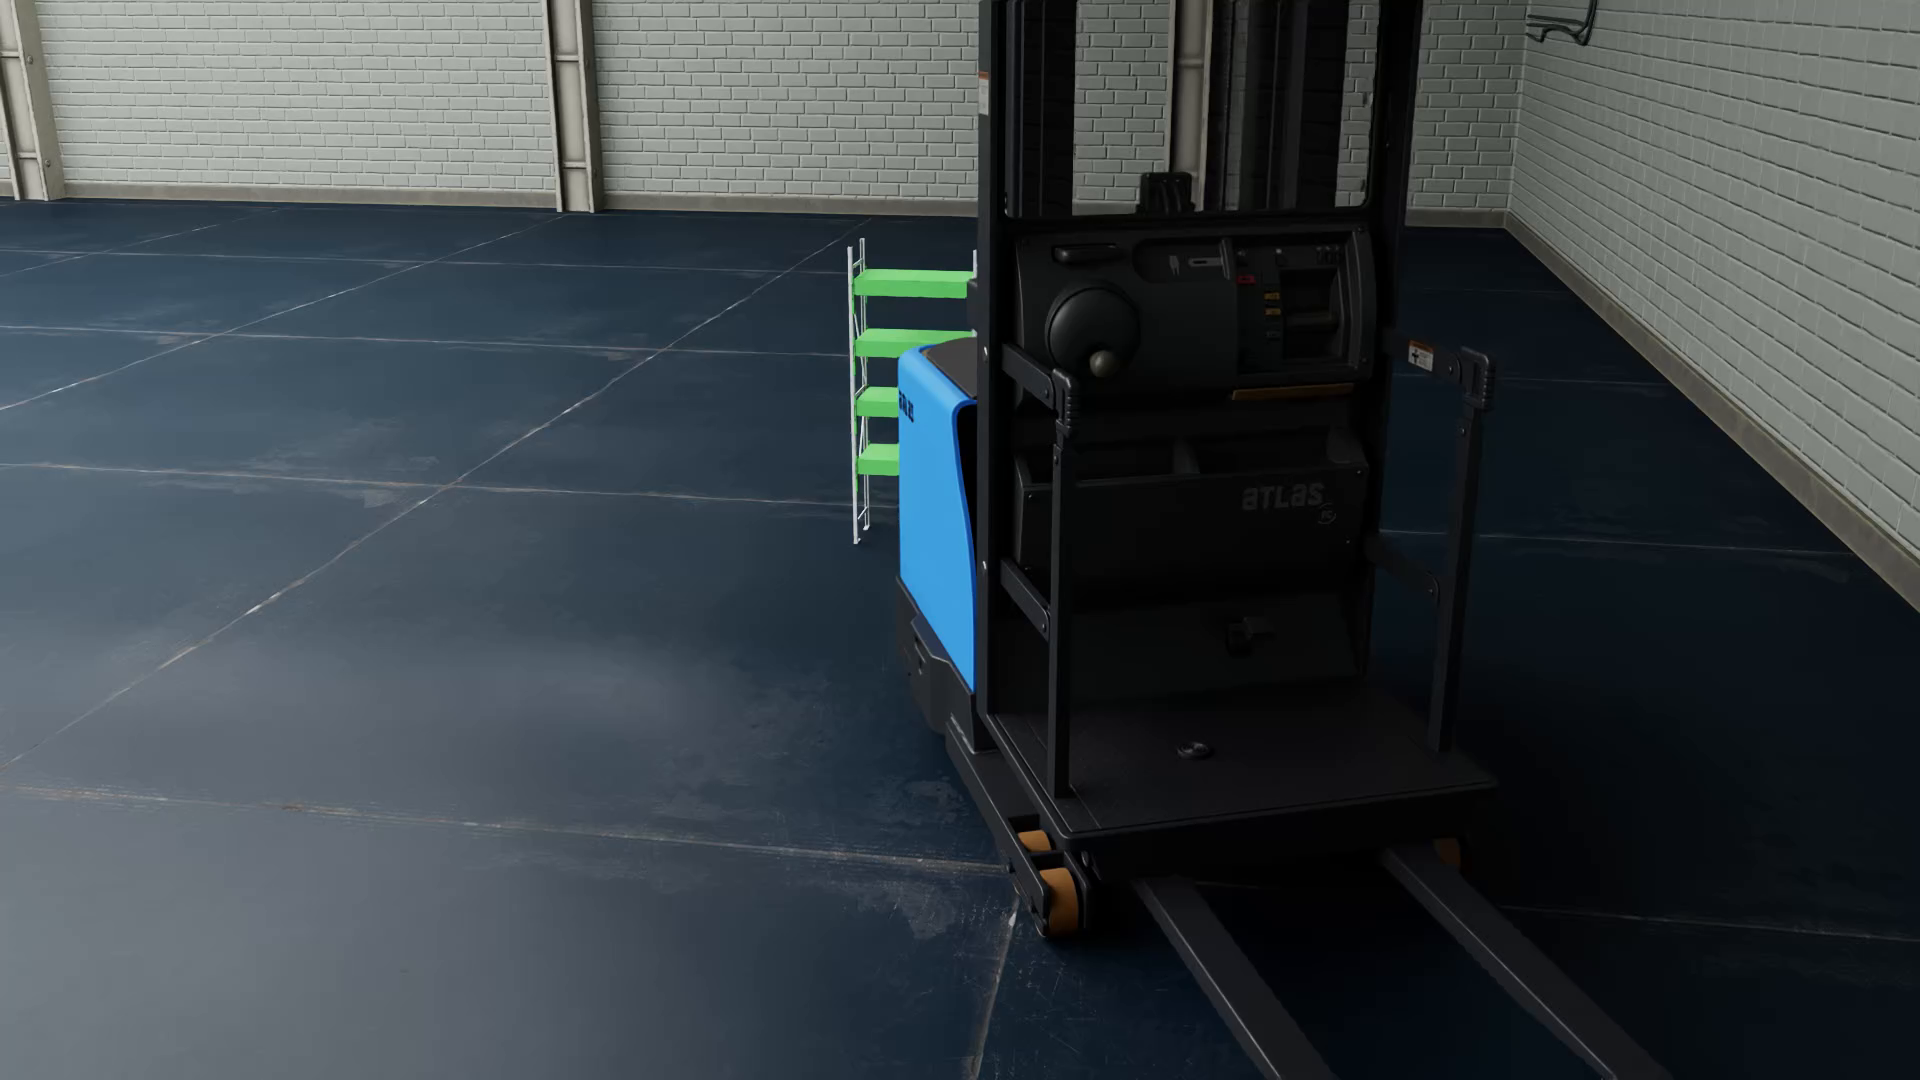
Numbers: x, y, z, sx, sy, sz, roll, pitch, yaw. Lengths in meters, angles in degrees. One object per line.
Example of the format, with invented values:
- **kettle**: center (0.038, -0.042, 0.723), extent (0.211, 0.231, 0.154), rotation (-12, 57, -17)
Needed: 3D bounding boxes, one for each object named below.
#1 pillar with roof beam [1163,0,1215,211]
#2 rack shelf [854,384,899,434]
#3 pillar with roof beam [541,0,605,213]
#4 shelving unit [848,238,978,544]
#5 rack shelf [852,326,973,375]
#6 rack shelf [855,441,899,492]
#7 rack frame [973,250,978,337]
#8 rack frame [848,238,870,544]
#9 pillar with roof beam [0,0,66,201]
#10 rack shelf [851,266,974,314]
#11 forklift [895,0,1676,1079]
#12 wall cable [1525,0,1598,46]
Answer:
- **pillar with roof beam**: center (1.436, -5.932, 10.350), extent (0.400, 9.000, 9.100), rotation (3, 19, 9)
- **rack shelf**: center (-0.163, -0.517, 6.658), extent (0.480, 0.148, 0.258), rotation (3, 19, 9)
- **pillar with roof beam**: center (-4.488, -6.234, 11.252), extent (0.400, 9.000, 9.100), rotation (3, 19, 9)
- **shelving unit**: center (-0.163, -0.577, 6.638), extent (0.503, 1.200, 0.258), rotation (3, 19, 9)
- **rack shelf**: center (-0.163, -0.744, 6.582), extent (0.480, 0.148, 0.258), rotation (3, 19, 9)
- **rack shelf**: center (-0.163, -0.289, 6.734), extent (0.480, 0.148, 0.258), rotation (3, 19, 9)
- **rack frame**: center (0.077, -0.565, 6.601), extent (0.015, 1.200, 0.240), rotation (3, 19, 9)
- **rack frame**: center (-0.404, -0.590, 6.674), extent (0.015, 1.200, 0.240), rotation (3, 19, 9)
- **pillar with roof beam**: center (-10.412, -6.536, 12.155), extent (0.400, 9.000, 9.100), rotation (3, 19, 9)
- **rack shelf**: center (-0.163, -0.972, 6.506), extent (0.480, 0.148, 0.258), rotation (3, 19, 9)
- **forklift**: center (0.642, -0.575, 3.903), extent (1.130, 2.935, 3.031), rotation (-5, 19, -13)
- **wall cable**: center (4.818, -5.245, 13.192), extent (0.112, 2.526, 3.097), rotation (3, 19, 9)
